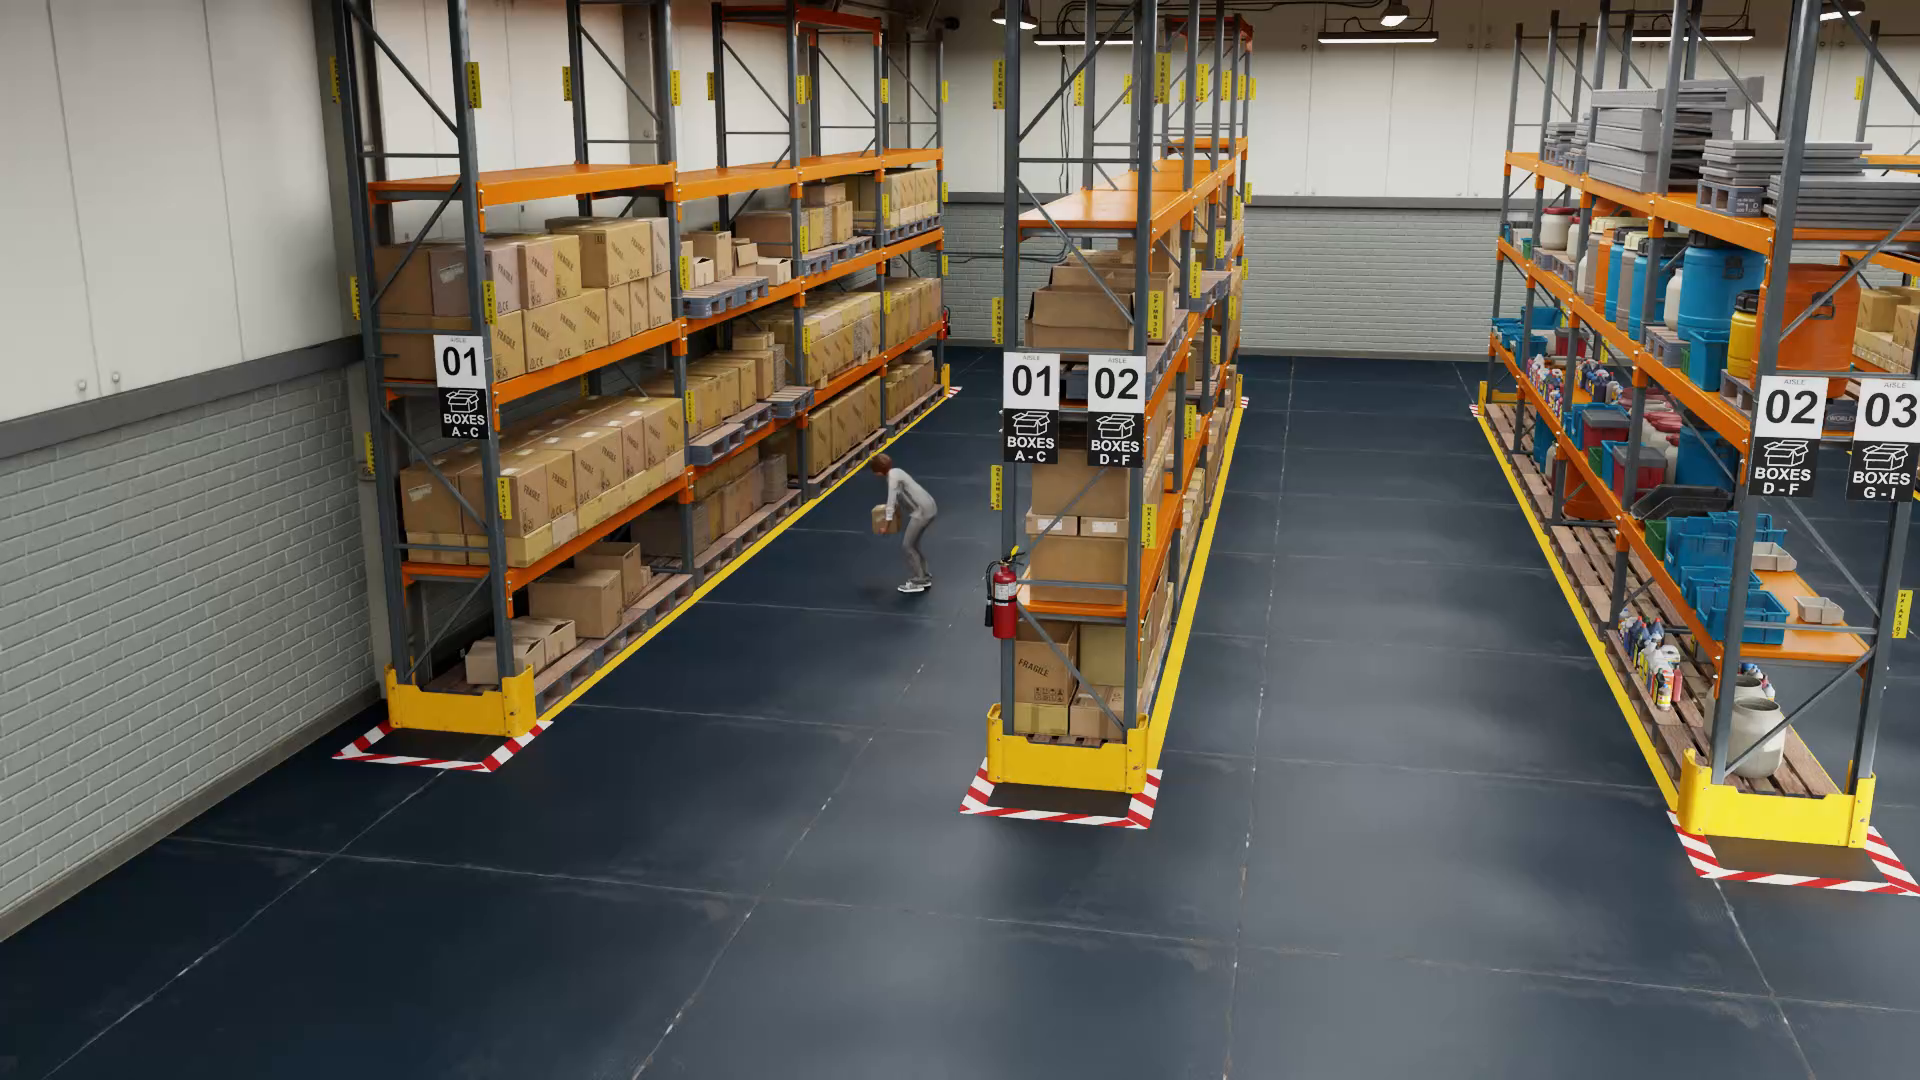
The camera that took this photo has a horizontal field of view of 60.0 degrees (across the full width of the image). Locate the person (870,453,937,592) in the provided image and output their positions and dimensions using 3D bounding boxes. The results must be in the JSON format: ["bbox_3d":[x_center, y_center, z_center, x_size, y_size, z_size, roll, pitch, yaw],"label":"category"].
[{"bbox_3d":[-0.576,-0.182,17.072,0.687,1.419,0.383,3,15,10],"label":"person"}]
